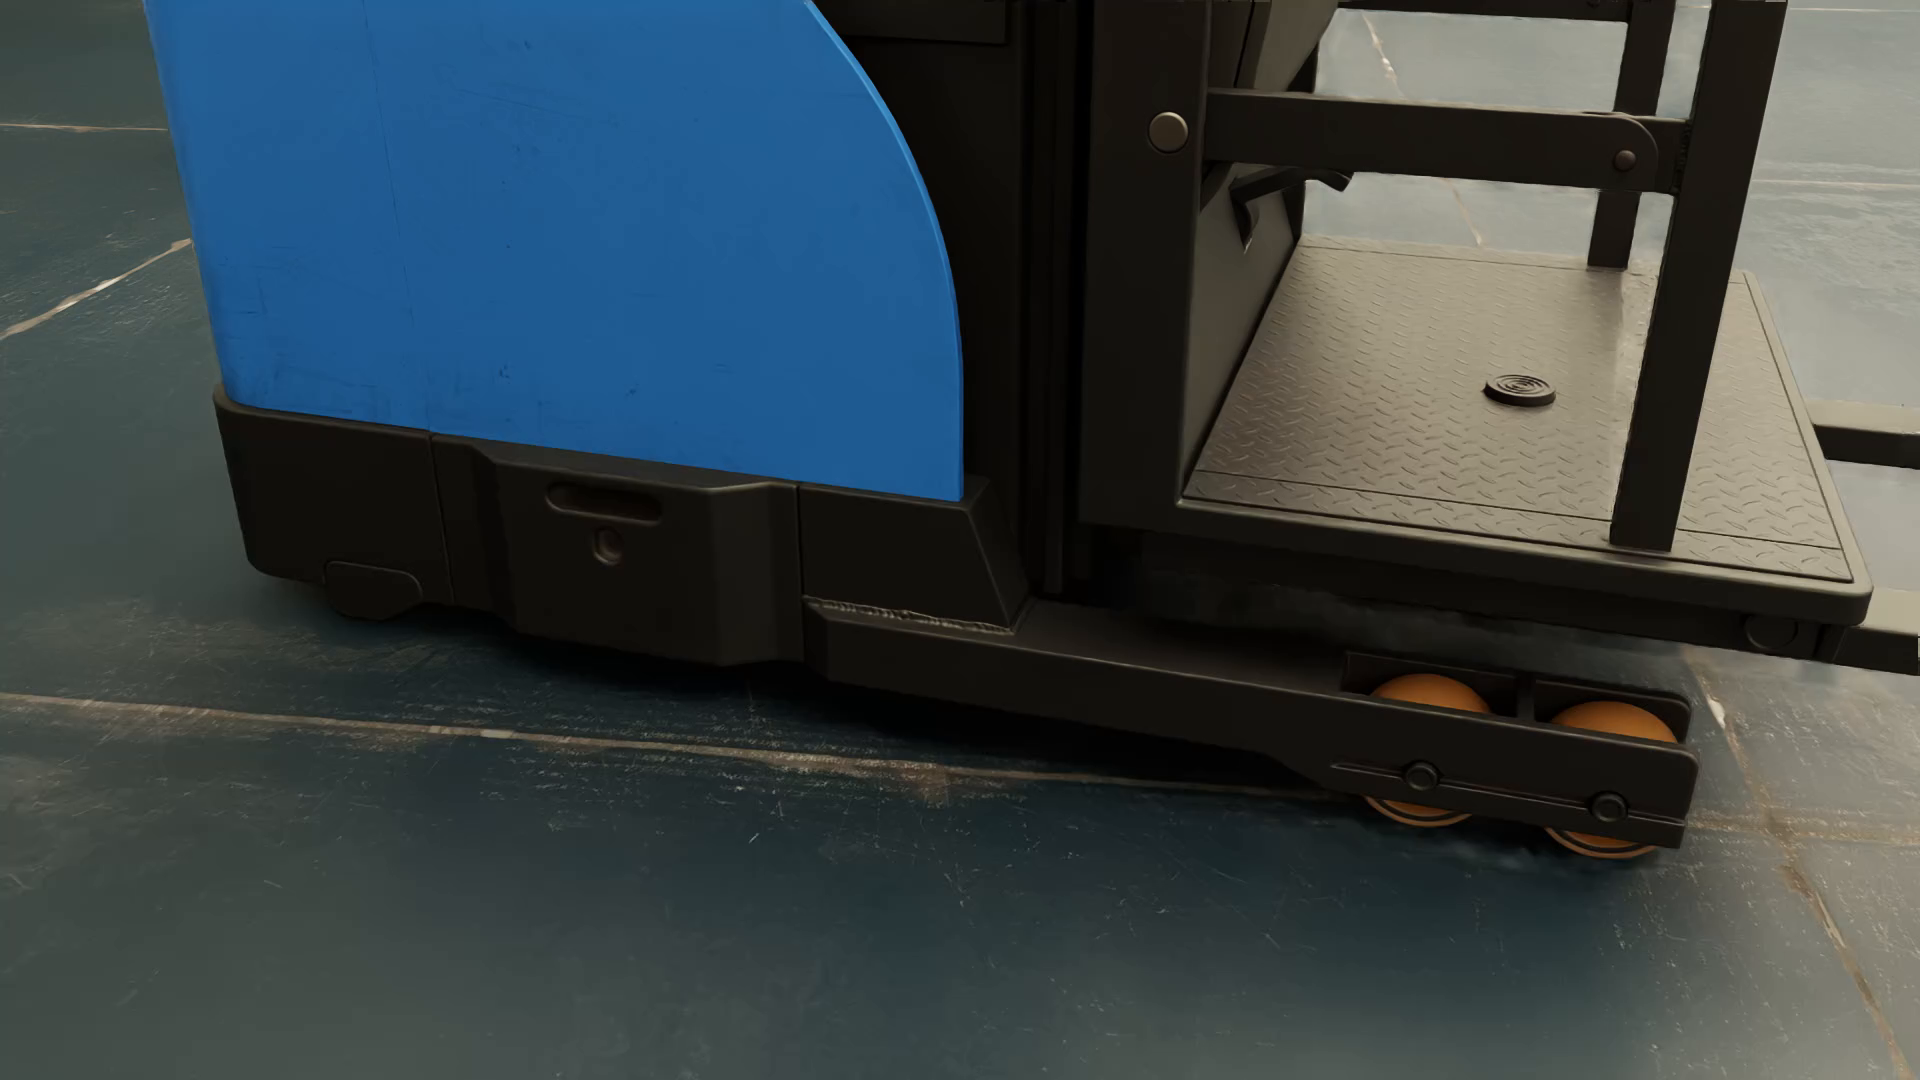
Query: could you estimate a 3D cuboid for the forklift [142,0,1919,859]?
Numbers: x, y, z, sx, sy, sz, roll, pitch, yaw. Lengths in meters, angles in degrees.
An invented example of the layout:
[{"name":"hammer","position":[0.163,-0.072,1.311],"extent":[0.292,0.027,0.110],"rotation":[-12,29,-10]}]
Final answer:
[{"name":"forklift","position":[0.584,-1.232,1.686],"extent":[3.031,2.935,1.130],"rotation":[8,28,15]}]
